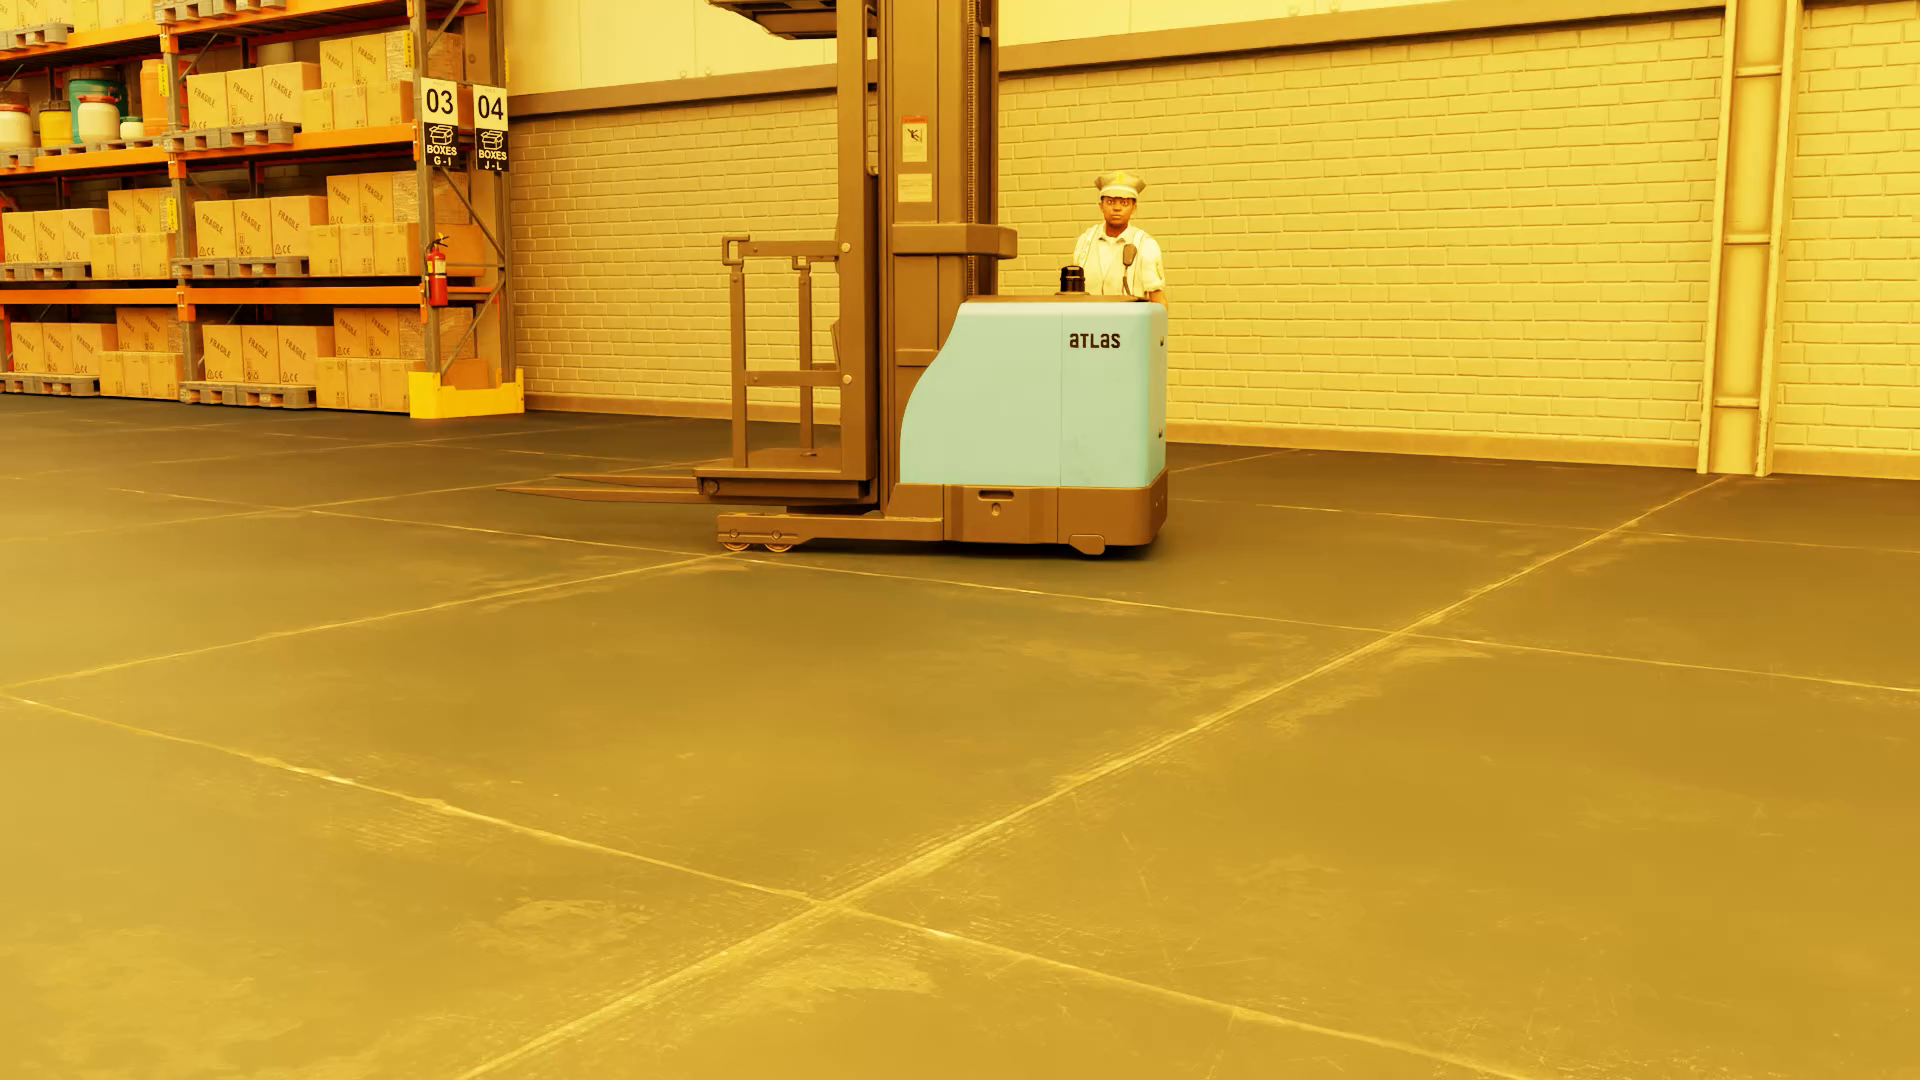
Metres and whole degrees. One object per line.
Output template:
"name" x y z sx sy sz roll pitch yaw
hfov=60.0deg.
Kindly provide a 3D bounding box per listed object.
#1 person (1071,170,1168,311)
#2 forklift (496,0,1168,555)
"person" 0.678 -0.906 7.957 0.573 1.678 0.567 3 9 19
"forklift" -0.596 -1.469 7.520 3.031 2.935 1.130 2 8 12
